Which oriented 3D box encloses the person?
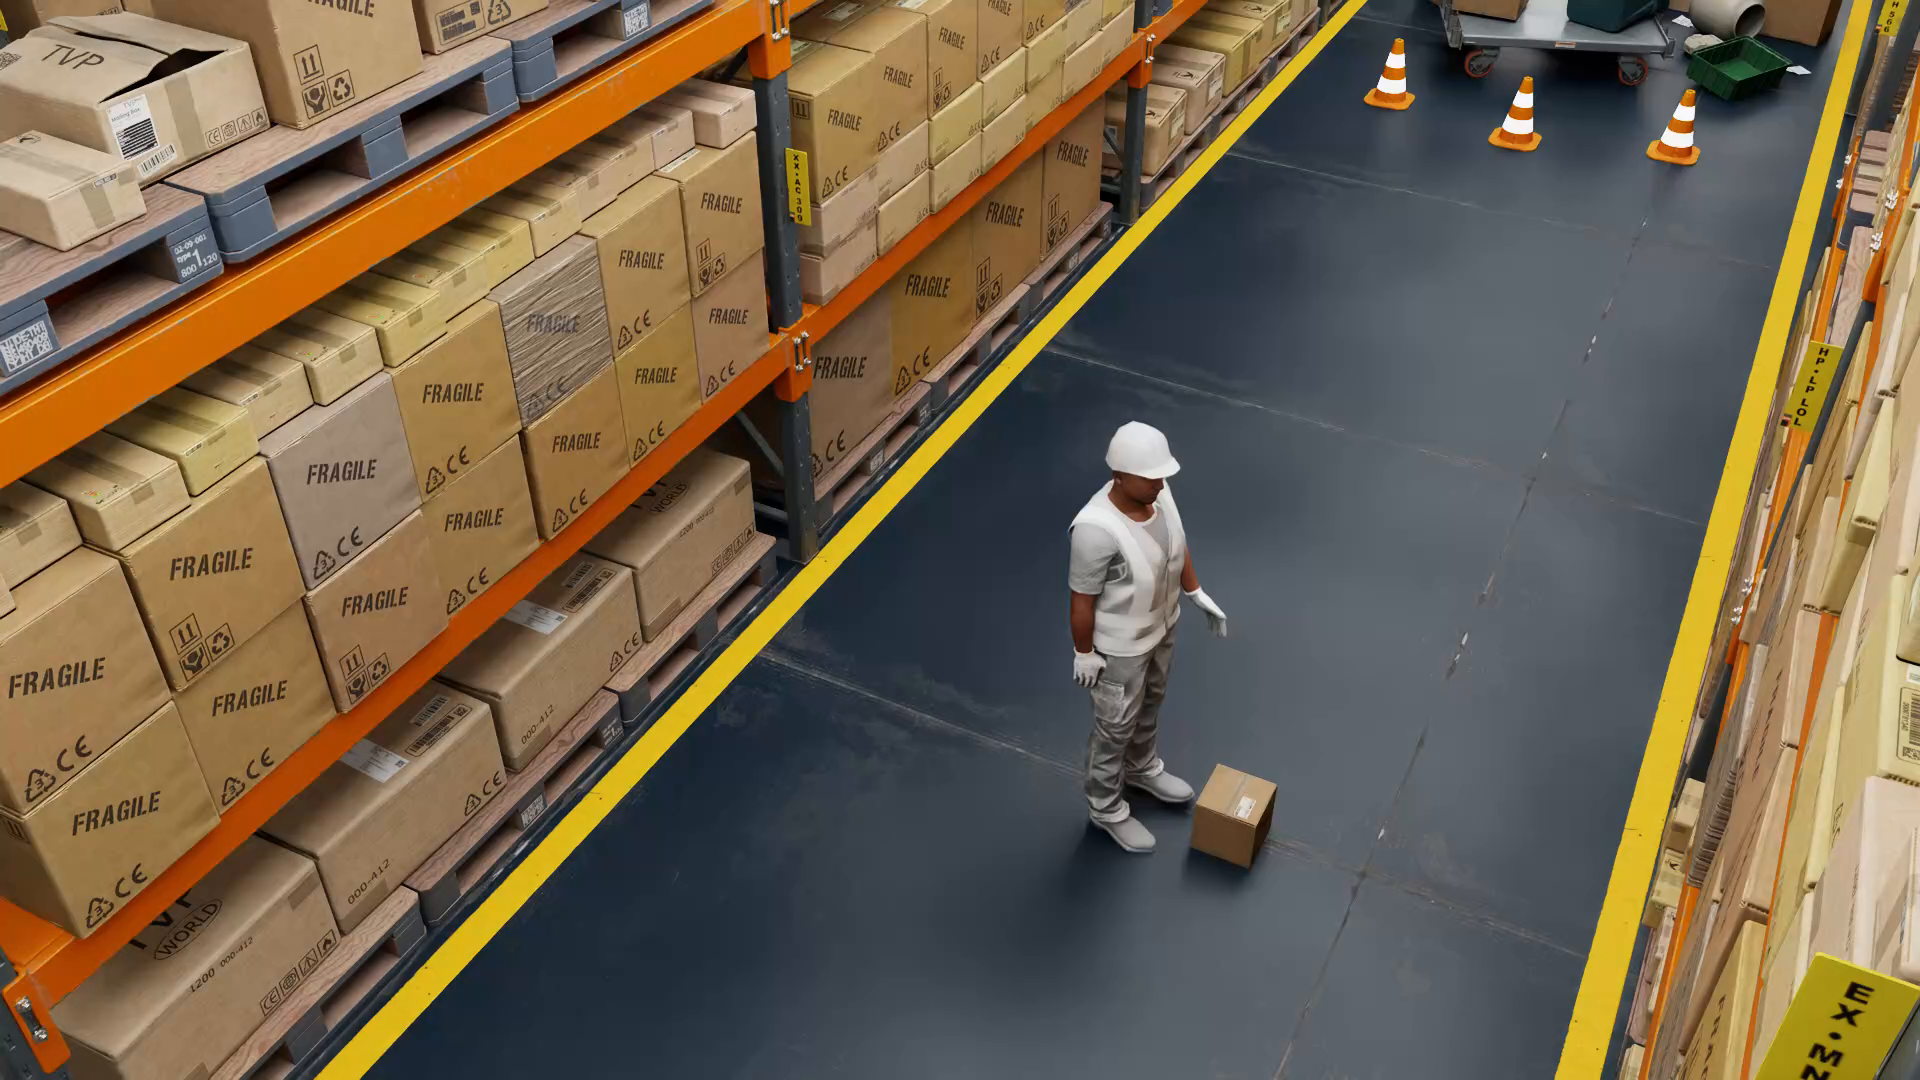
[{"bbox_3d":[0.690,0.356,6.253,0.491,1.808,0.570,22,43,26],"label":"person"}]
